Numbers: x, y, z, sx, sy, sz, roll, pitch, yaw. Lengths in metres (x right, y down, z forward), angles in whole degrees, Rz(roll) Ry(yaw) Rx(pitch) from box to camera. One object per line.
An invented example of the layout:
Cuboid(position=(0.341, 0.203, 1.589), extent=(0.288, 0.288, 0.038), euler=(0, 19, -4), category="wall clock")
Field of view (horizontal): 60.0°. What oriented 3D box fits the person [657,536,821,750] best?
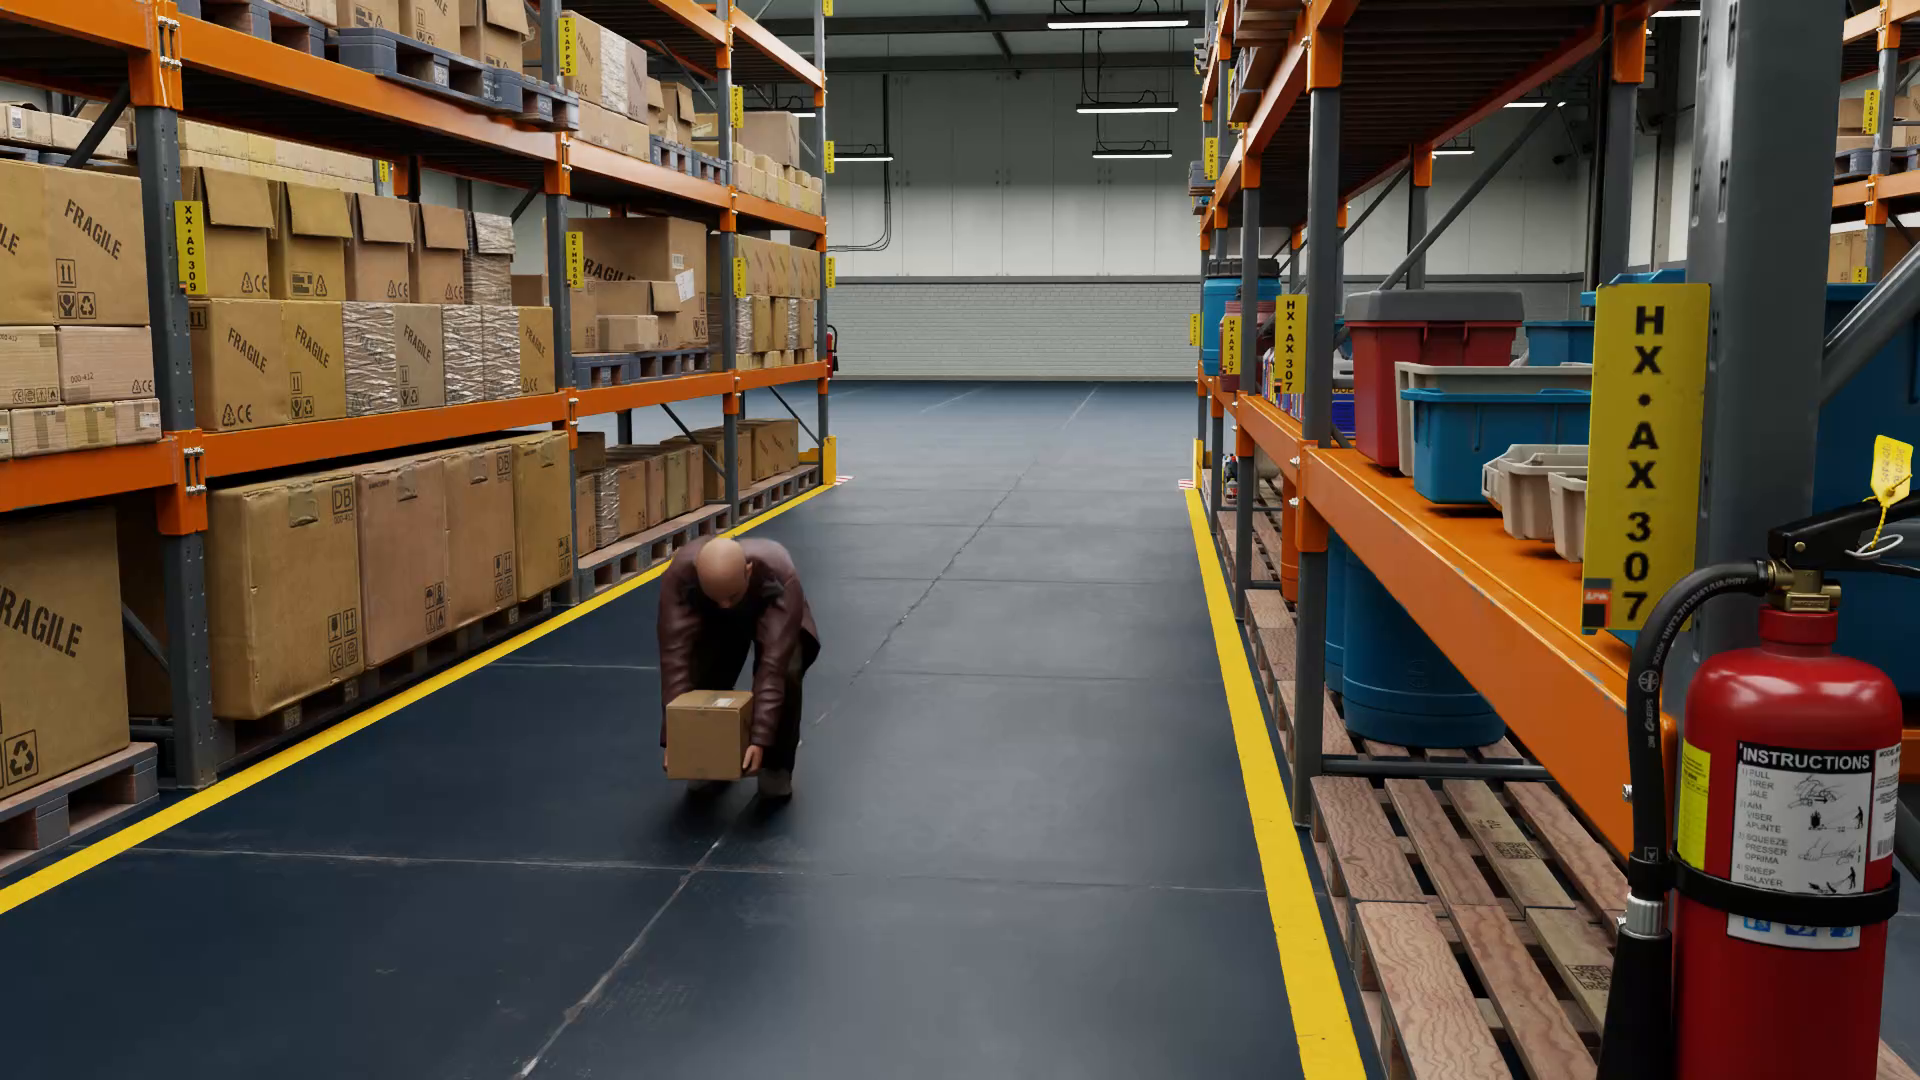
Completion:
Cuboid(position=(-0.802, 0.332, 5.997), extent=(0.585, 0.715, 0.859), euler=(1, 7, 4), category="person")
